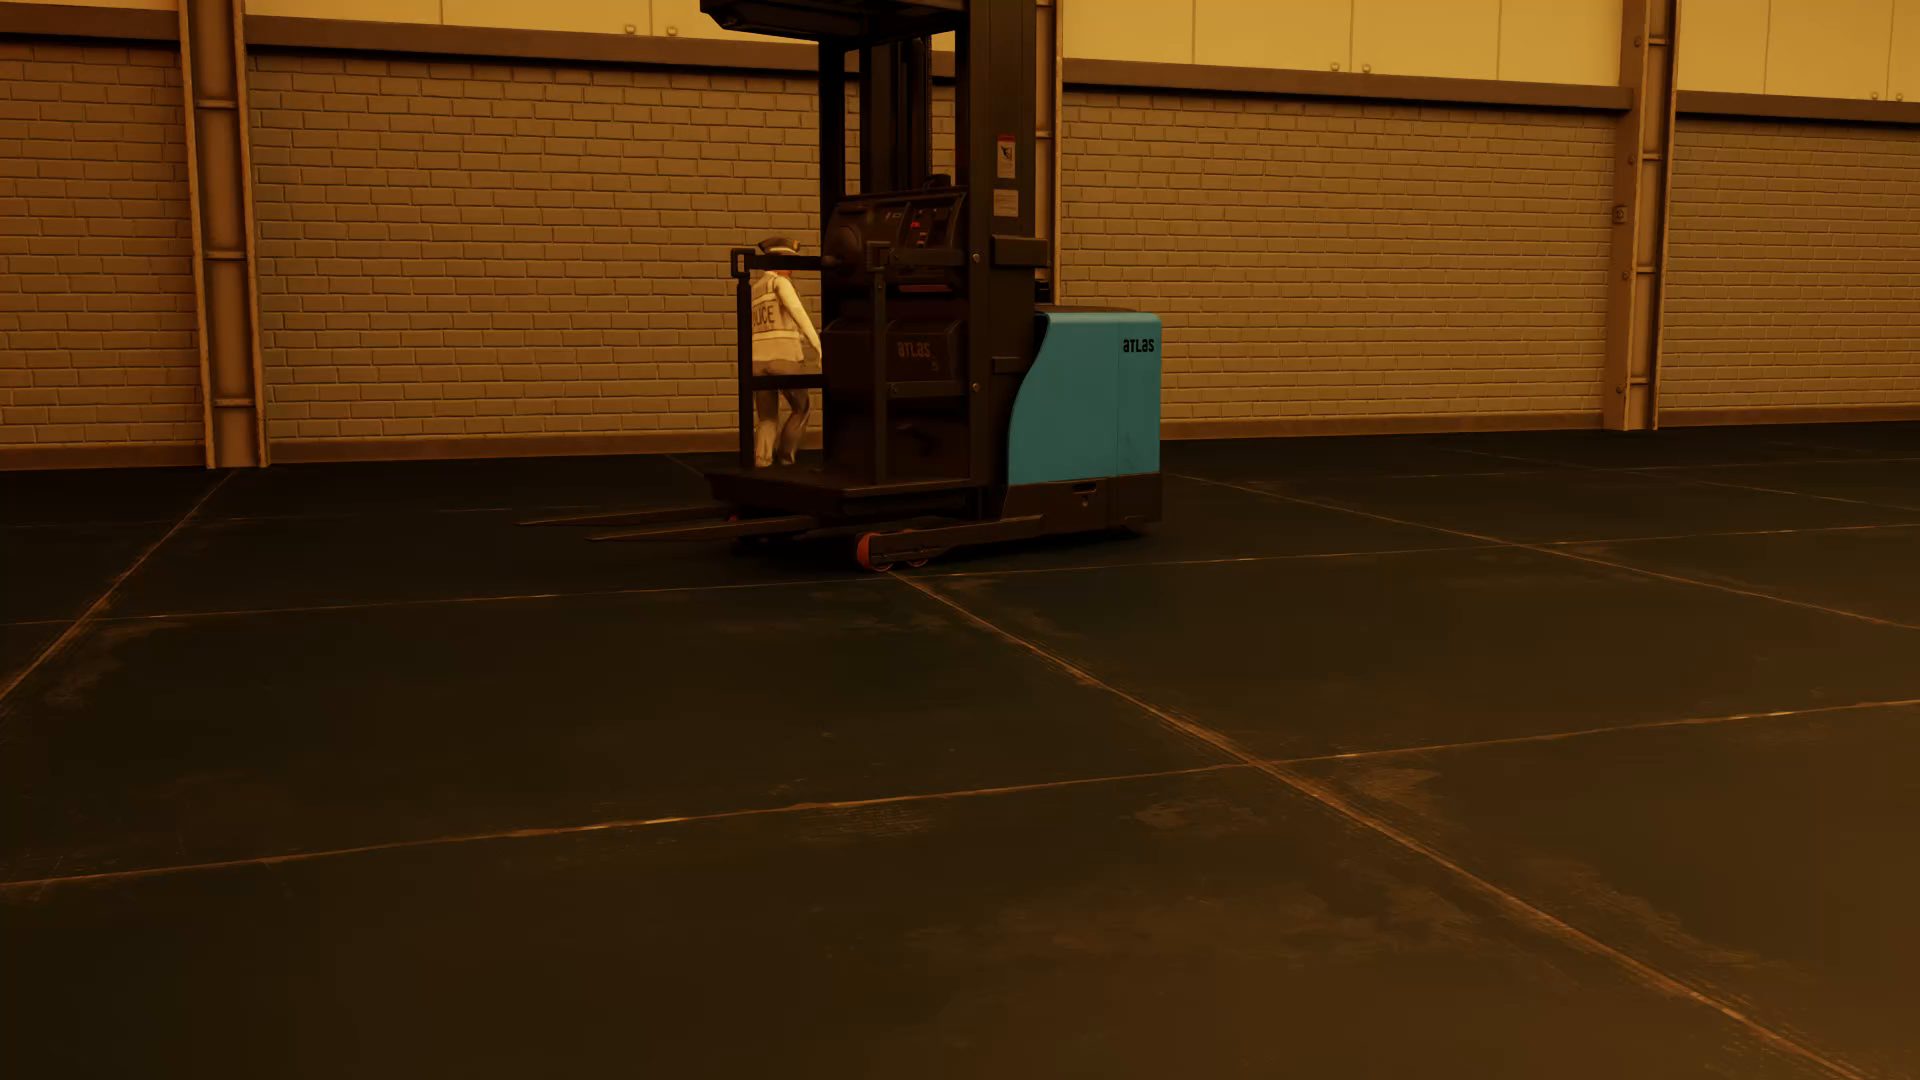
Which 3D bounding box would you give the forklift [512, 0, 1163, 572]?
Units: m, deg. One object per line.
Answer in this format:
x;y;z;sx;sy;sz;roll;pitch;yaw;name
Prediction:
-0.461;-1.399;7.333;3.031;2.935;1.130;-7;10;-40;forklift

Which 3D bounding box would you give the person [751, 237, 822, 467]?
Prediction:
-1.029;-1.110;10.441;0.773;1.562;0.790;4;9;30;person
